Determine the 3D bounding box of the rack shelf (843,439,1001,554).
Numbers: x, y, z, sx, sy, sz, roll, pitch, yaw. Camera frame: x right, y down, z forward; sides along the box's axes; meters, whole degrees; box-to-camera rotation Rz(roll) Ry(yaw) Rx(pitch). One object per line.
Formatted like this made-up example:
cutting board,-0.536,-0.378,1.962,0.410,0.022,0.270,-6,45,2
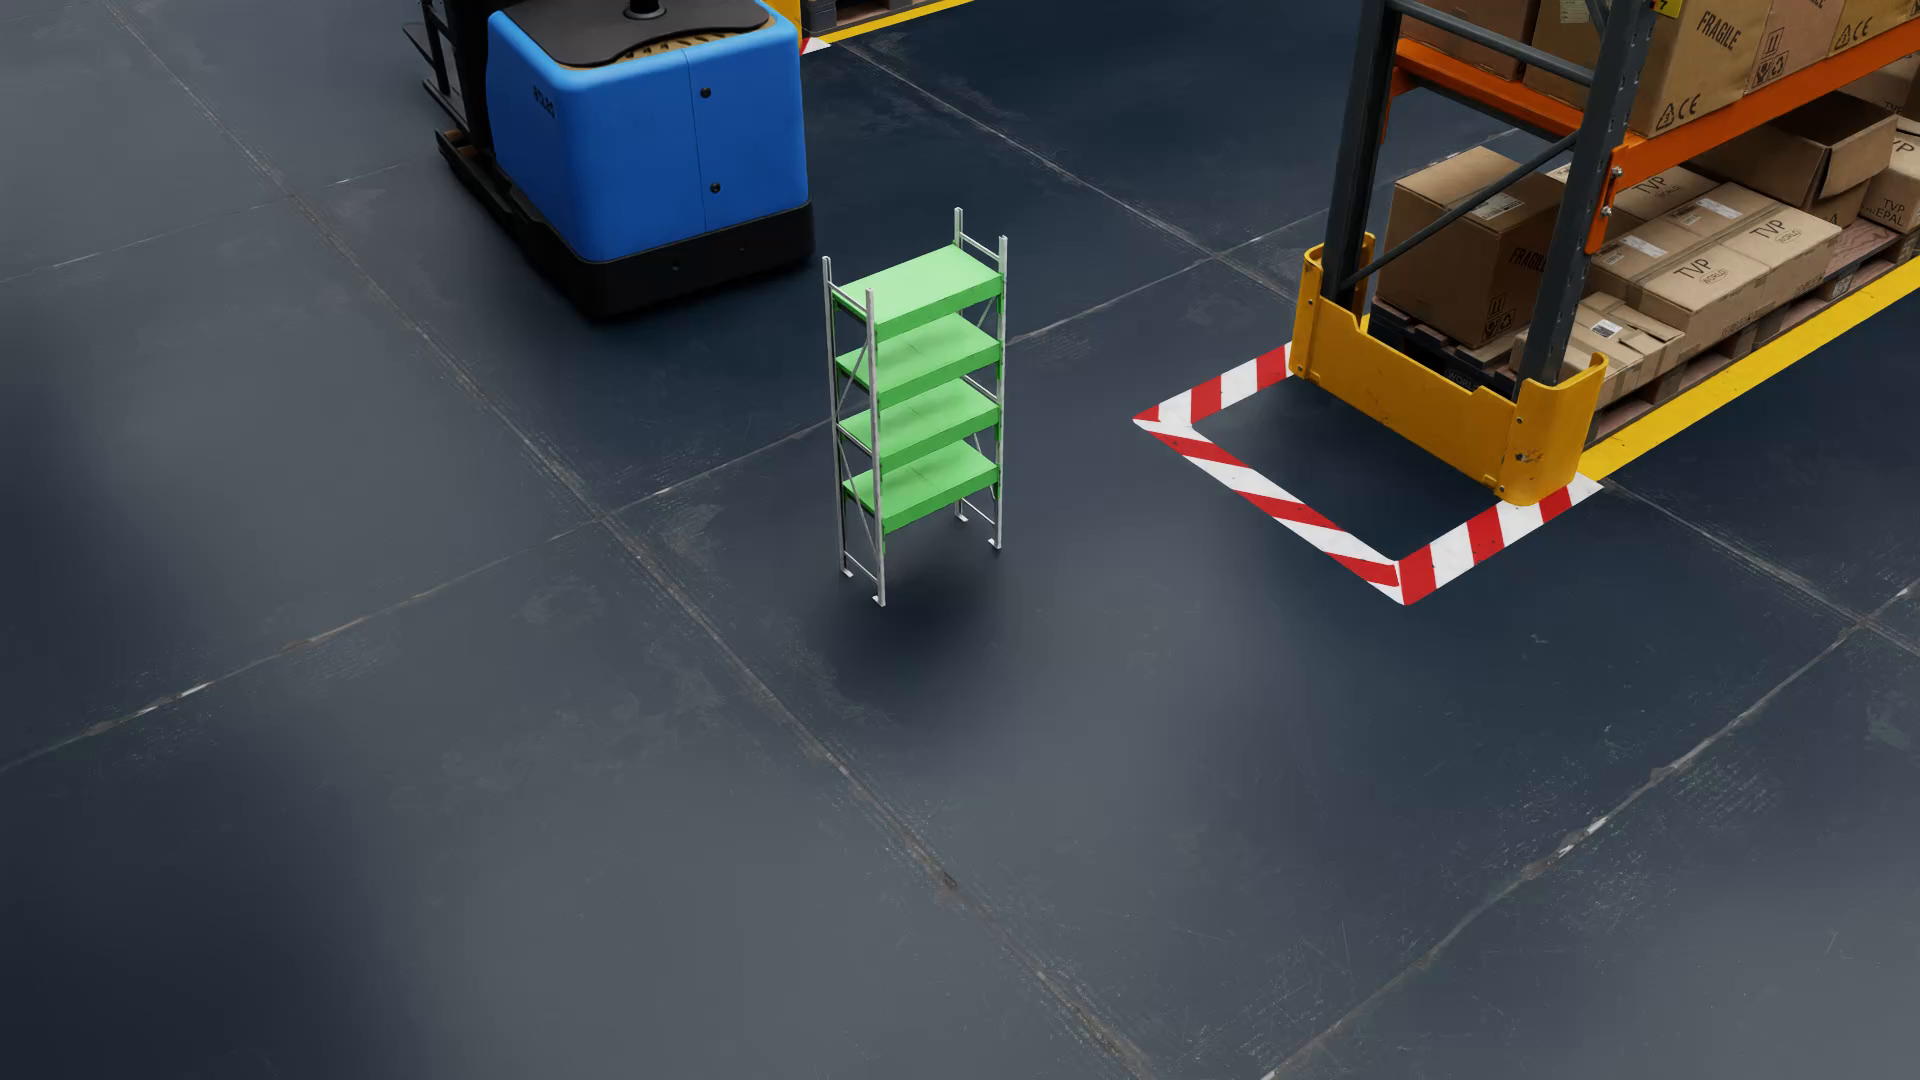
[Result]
rack shelf,-0.131,-0.165,5.484,0.480,0.148,0.258,-26,46,-28

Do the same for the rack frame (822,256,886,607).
rack frame,-0.325,-0.306,5.177,0.015,1.200,0.240,-26,46,-28

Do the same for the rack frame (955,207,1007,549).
rack frame,0.062,-0.494,5.406,0.015,1.200,0.240,-26,46,-28

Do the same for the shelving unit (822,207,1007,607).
shelving unit,-0.131,-0.400,5.291,0.503,1.200,0.258,-26,46,-28

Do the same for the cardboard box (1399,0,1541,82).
cardboard box,1.895,-1.941,5.672,0.500,0.500,0.500,-25,45,-27

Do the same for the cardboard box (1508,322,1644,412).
cardboard box,2.247,-0.649,6.077,0.250,0.149,0.380,-26,46,-28

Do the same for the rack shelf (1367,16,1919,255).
rack shelf,3.291,-2.087,6.497,4.000,0.370,1.077,-26,46,-28

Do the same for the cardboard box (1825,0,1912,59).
cardboard box,3.023,-2.065,5.823,0.500,0.500,0.500,-26,46,-28

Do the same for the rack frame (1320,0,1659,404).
rack frame,1.705,-1.592,5.326,0.127,3.000,1.000,-26,46,-28

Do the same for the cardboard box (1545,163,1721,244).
cardboard box,2.758,-1.386,6.895,0.500,0.250,0.500,-26,46,-28

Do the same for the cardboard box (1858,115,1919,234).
cardboard box,4.003,-1.616,7.128,0.500,0.311,0.500,-26,46,-28

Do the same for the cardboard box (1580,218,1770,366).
cardboard box,2.706,-0.960,6.377,0.500,0.250,0.500,-26,46,-28

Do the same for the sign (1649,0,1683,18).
sign,2.036,-1.654,4.719,0.005,0.325,0.100,-26,46,-28

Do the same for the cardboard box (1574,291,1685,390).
cardboard box,2.445,-0.753,6.190,0.250,0.166,0.380,-26,46,-28

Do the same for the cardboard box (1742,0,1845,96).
cardboard box,2.624,-1.872,5.588,0.500,0.500,0.500,-26,46,-28

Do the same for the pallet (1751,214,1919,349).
pallet,3.364,-1.321,7.194,1.213,0.211,1.003,-26,46,-28

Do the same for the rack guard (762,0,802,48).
rack guard,-1.321,-3.103,9.138,0.348,0.500,1.175,-26,46,-28

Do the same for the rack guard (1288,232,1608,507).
rack guard,1.766,-0.655,6.155,0.348,0.500,1.175,-26,46,-28

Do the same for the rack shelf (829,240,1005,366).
rack shelf,-0.131,-0.722,5.028,0.480,0.148,0.258,-26,46,-28

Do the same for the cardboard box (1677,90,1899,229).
cardboard box,3.390,-1.615,6.975,0.637,0.503,0.797,-26,46,-28

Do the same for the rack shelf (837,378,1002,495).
rack shelf,-0.131,-0.351,5.332,0.480,0.148,0.258,-26,46,-28

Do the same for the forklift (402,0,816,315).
forklift,-1.828,-2.955,7.042,1.130,2.935,3.031,-22,44,-24

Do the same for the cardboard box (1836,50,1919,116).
cardboard box,4.412,-2.215,7.859,0.500,0.311,0.500,-26,46,-28

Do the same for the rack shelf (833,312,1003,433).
rack shelf,-0.131,-0.536,5.180,0.480,0.148,0.258,-26,46,-28

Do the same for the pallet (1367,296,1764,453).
pallet,2.397,-0.852,6.623,1.213,0.211,1.003,-26,46,-28

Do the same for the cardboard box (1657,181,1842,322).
cardboard box,3.102,-1.153,6.612,0.500,0.250,0.500,-26,46,-28

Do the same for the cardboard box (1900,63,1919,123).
cardboard box,4.598,-1.979,7.422,0.500,0.500,0.500,-26,46,-28

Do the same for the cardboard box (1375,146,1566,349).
cardboard box,1.986,-1.130,6.387,0.500,0.500,0.500,-26,46,-28

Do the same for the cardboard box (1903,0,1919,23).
cardboard box,3.421,-2.257,6.057,0.500,0.500,0.500,-25,46,-28

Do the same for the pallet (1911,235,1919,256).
pallet,4.332,-1.795,7.772,1.213,0.211,1.003,-26,46,-28

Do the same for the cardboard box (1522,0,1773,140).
cardboard box,2.218,-1.670,5.342,0.500,0.500,0.500,-25,46,-27

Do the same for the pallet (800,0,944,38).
pallet,-0.633,-3.306,9.614,1.213,0.211,1.003,-26,46,-28
